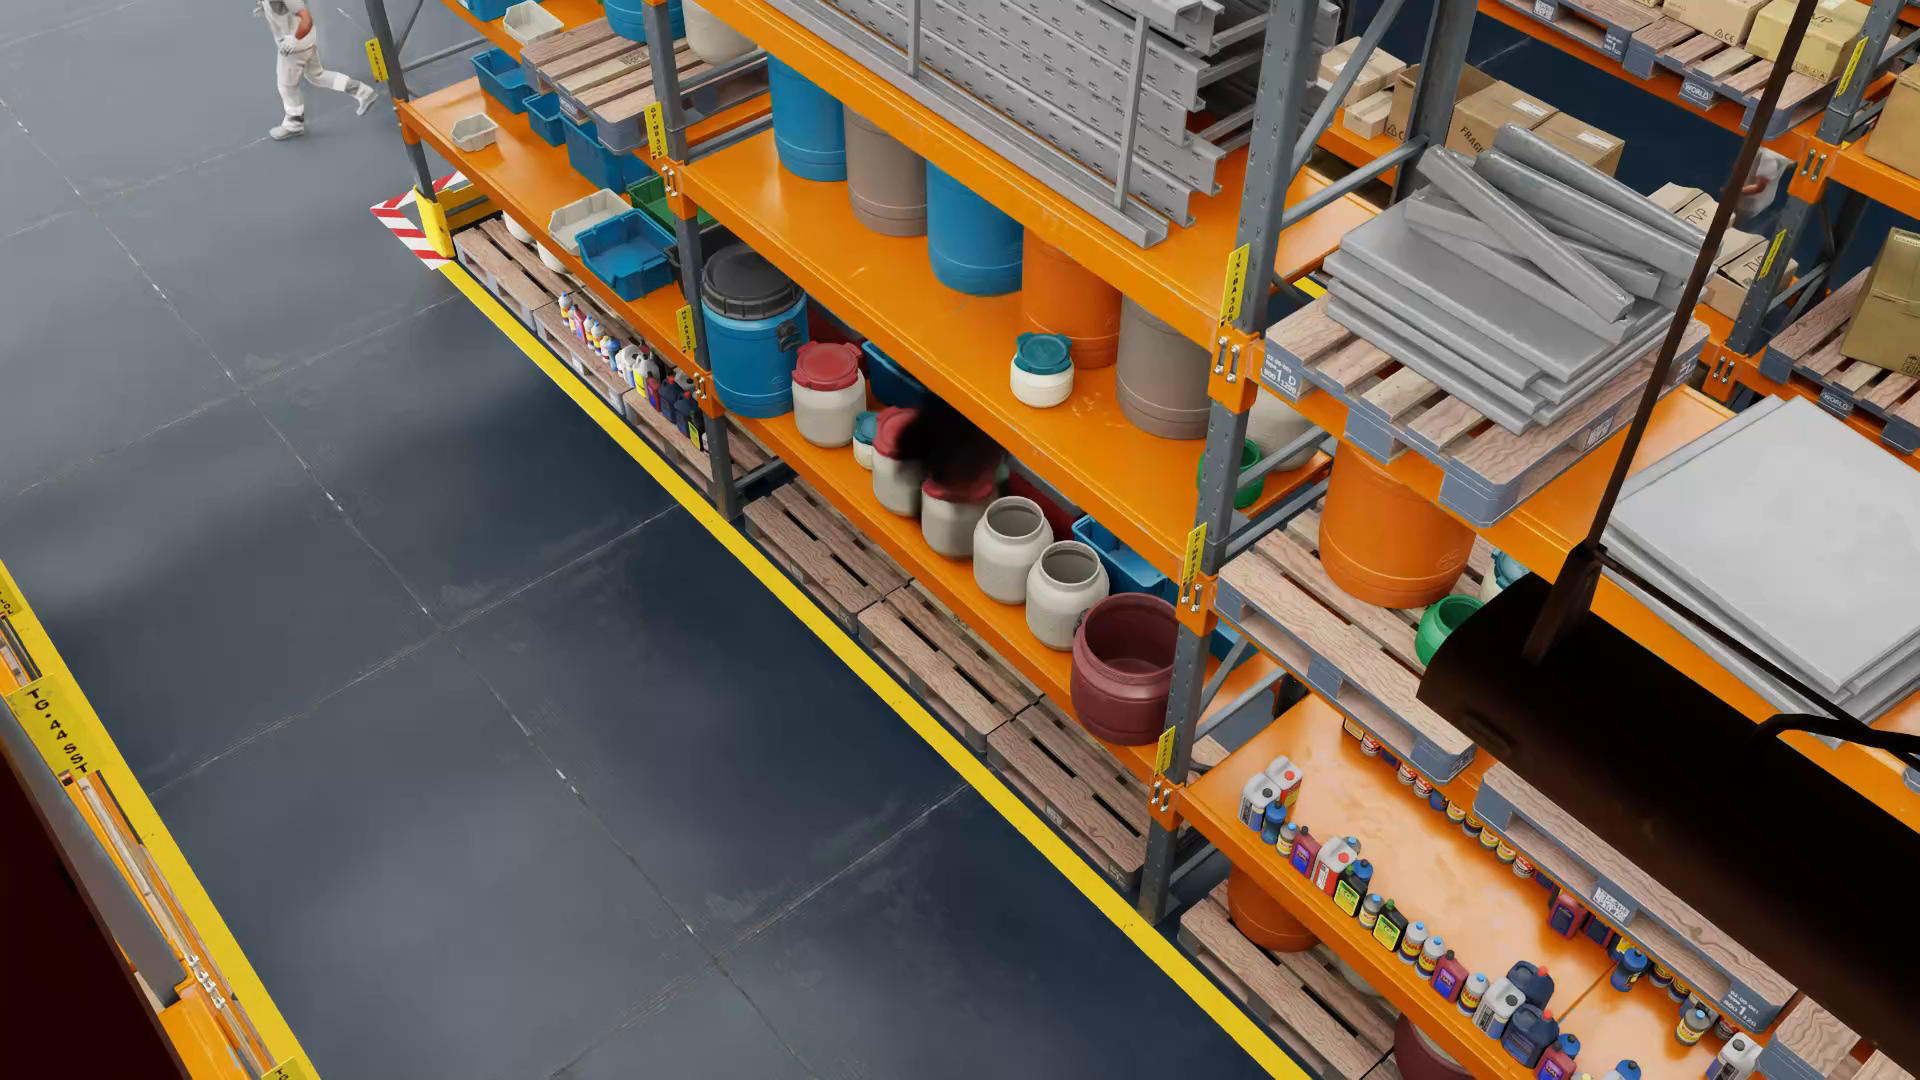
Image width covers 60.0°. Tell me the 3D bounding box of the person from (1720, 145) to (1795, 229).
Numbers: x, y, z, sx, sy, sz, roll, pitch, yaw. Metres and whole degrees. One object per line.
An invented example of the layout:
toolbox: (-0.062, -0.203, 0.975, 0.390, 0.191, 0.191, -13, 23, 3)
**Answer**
person: (5.832, -2.498, 12.233, 0.561, 1.620, 0.588, -32, 54, -27)

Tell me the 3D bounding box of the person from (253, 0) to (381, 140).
person: (-5.417, -4.086, 13.630, 0.989, 1.782, 0.686, -6, 47, -5)
